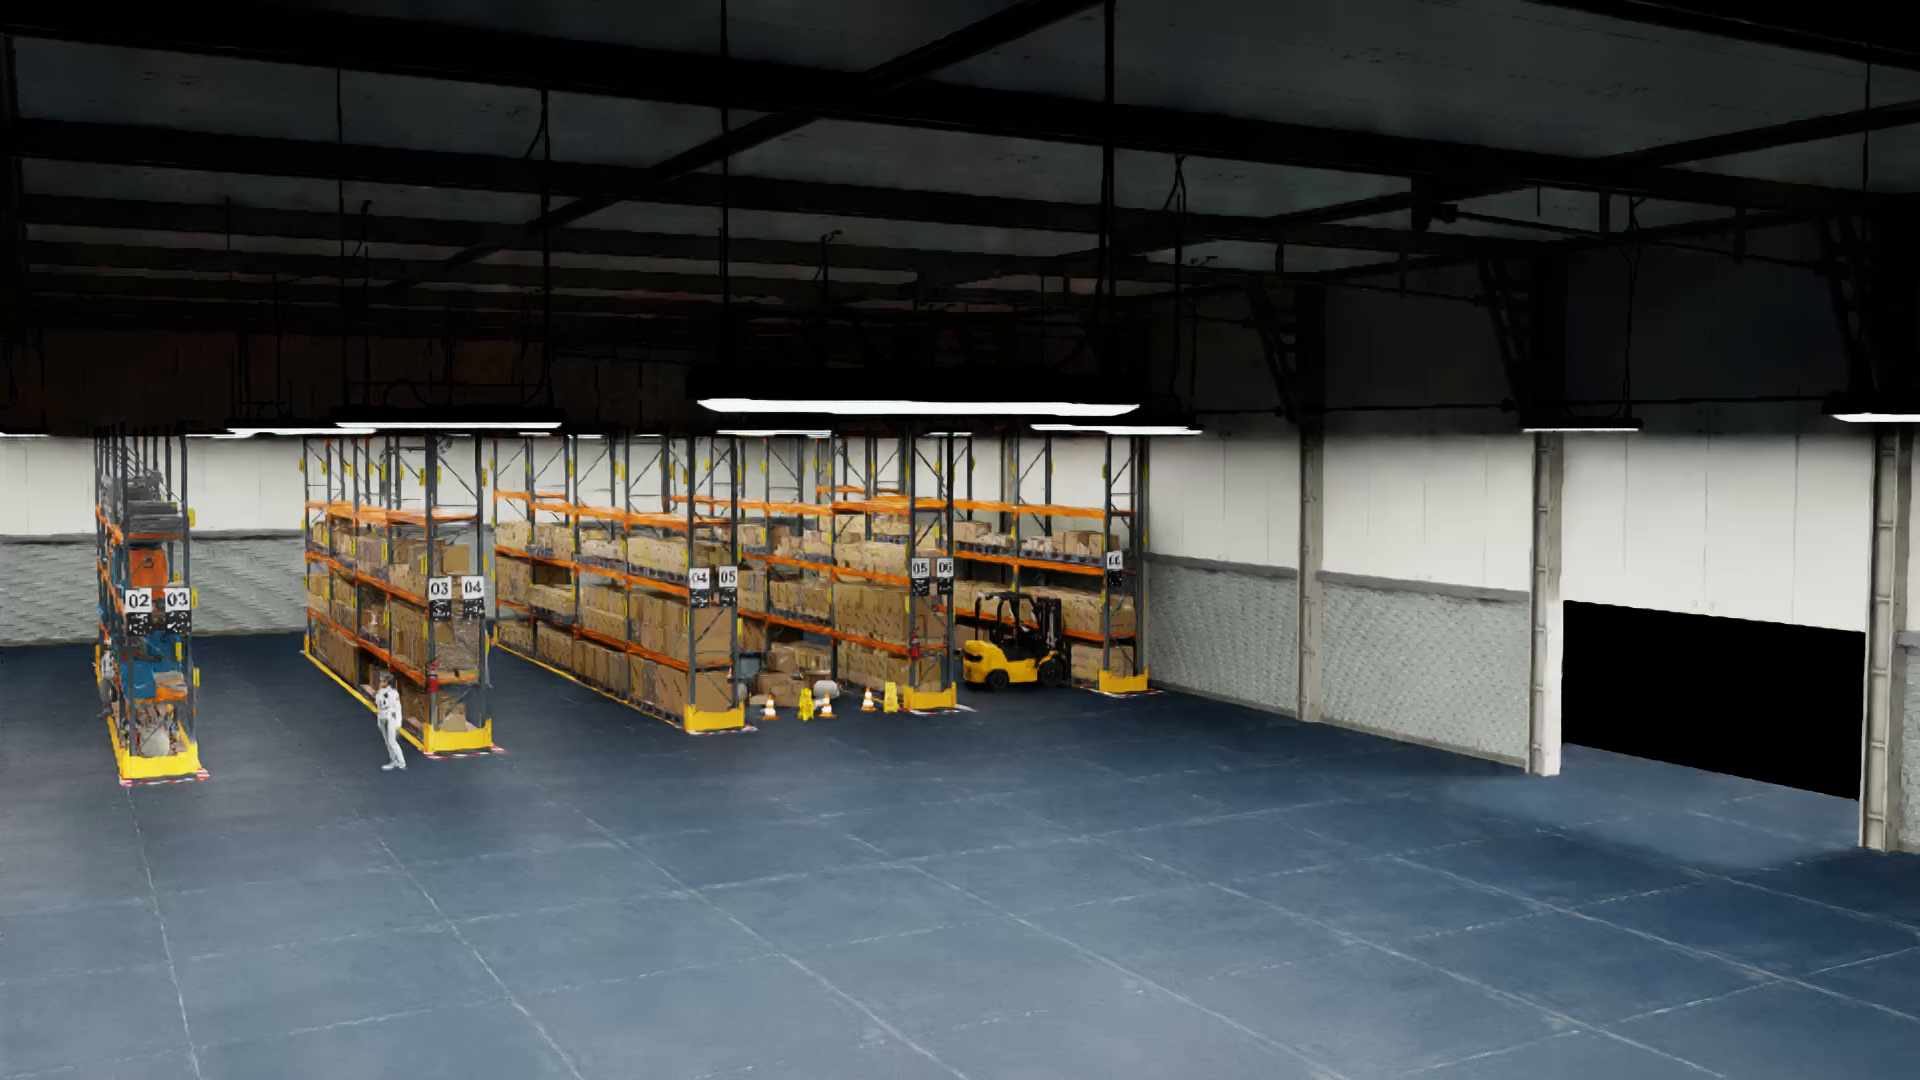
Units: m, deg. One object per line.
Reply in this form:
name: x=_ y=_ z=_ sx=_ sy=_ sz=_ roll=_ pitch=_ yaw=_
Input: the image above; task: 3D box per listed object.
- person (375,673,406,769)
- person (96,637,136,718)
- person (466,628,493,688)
person: x=-9.892 y=3.130 z=28.852 sx=0.577 sy=1.669 sz=0.379 roll=2 pitch=4 yaw=31
person: x=-17.368 y=2.827 z=34.312 sx=0.707 sy=1.656 sz=0.579 roll=1 pitch=4 yaw=21
person: x=-11.109 y=2.549 z=38.204 sx=0.547 sy=1.672 sz=1.115 roll=-2 pitch=4 yaw=-31
